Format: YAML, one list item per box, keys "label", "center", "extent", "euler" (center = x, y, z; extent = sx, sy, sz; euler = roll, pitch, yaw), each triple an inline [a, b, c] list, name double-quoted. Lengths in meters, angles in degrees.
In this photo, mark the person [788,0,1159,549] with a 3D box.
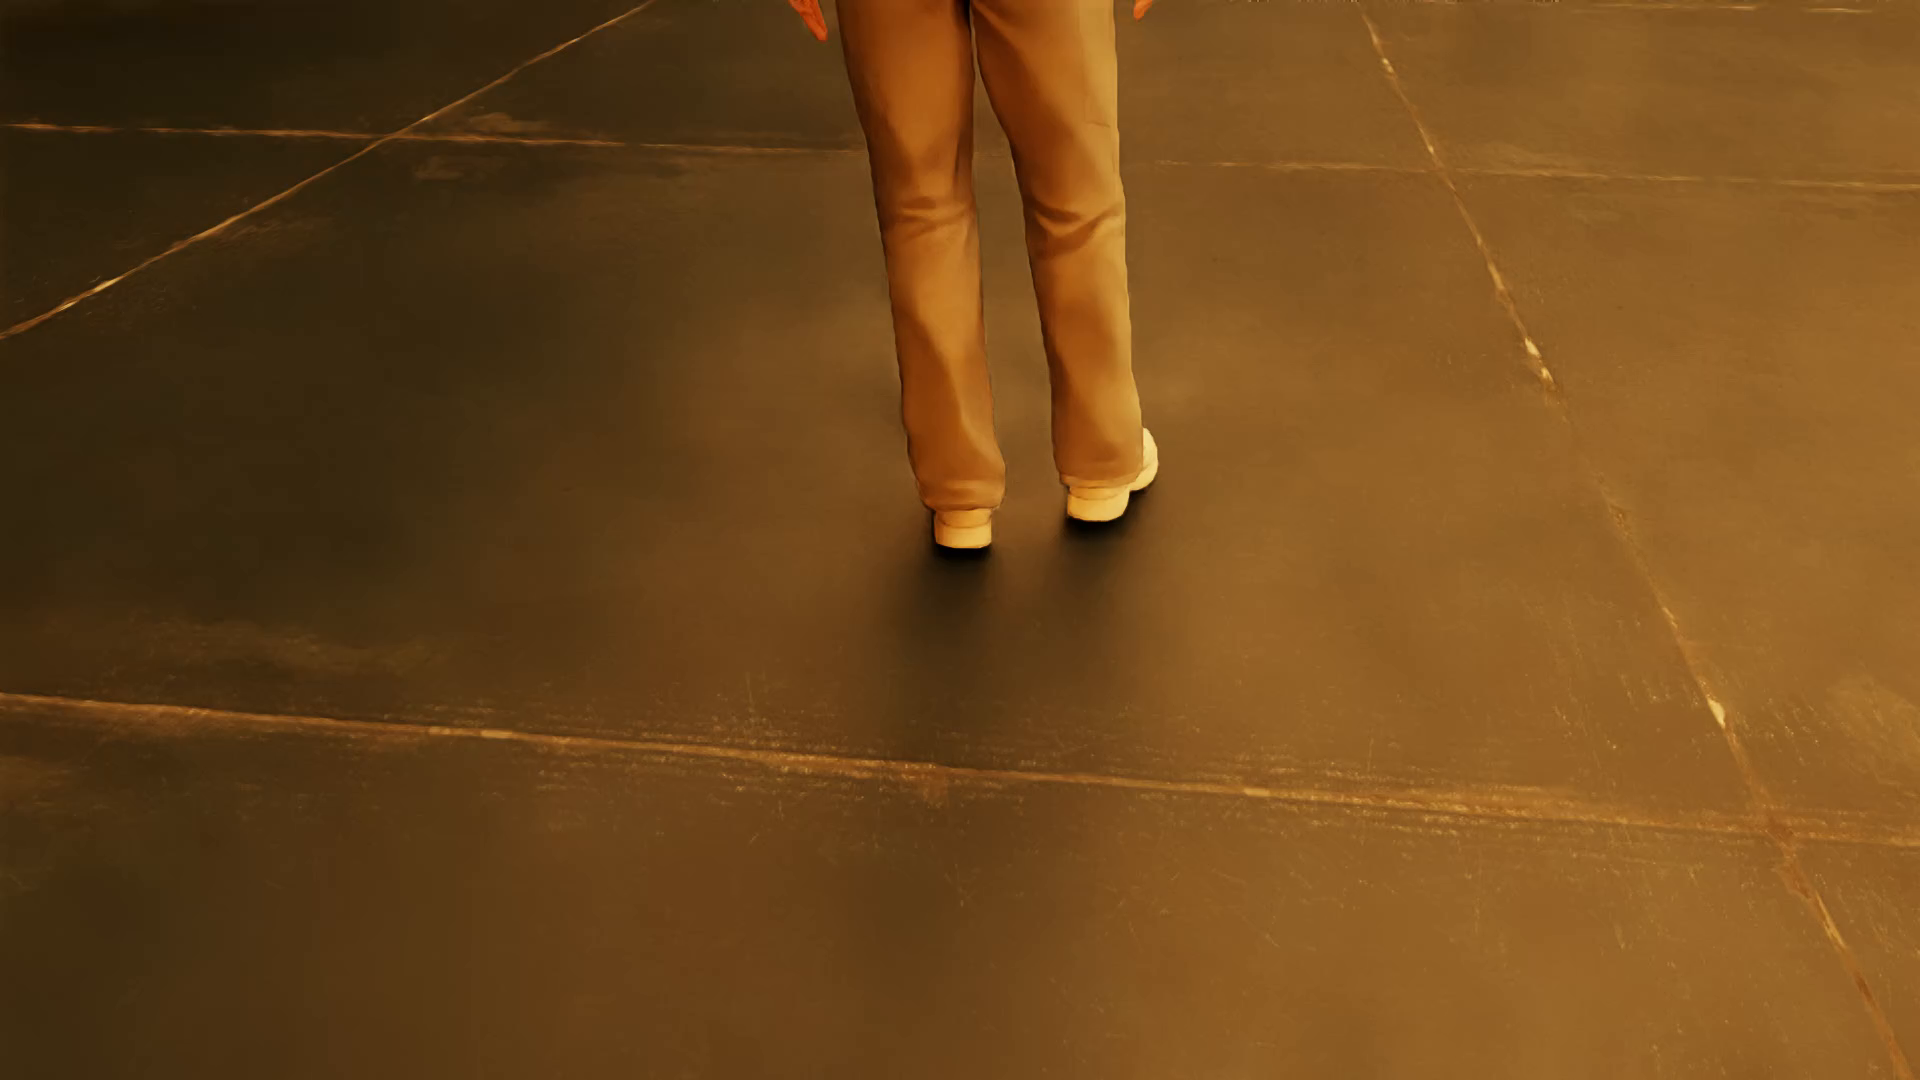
- label: "person"
  center: [0.023, -0.788, 2.187]
  extent: [0.550, 1.674, 0.548]
  euler: [3, 27, 7]
